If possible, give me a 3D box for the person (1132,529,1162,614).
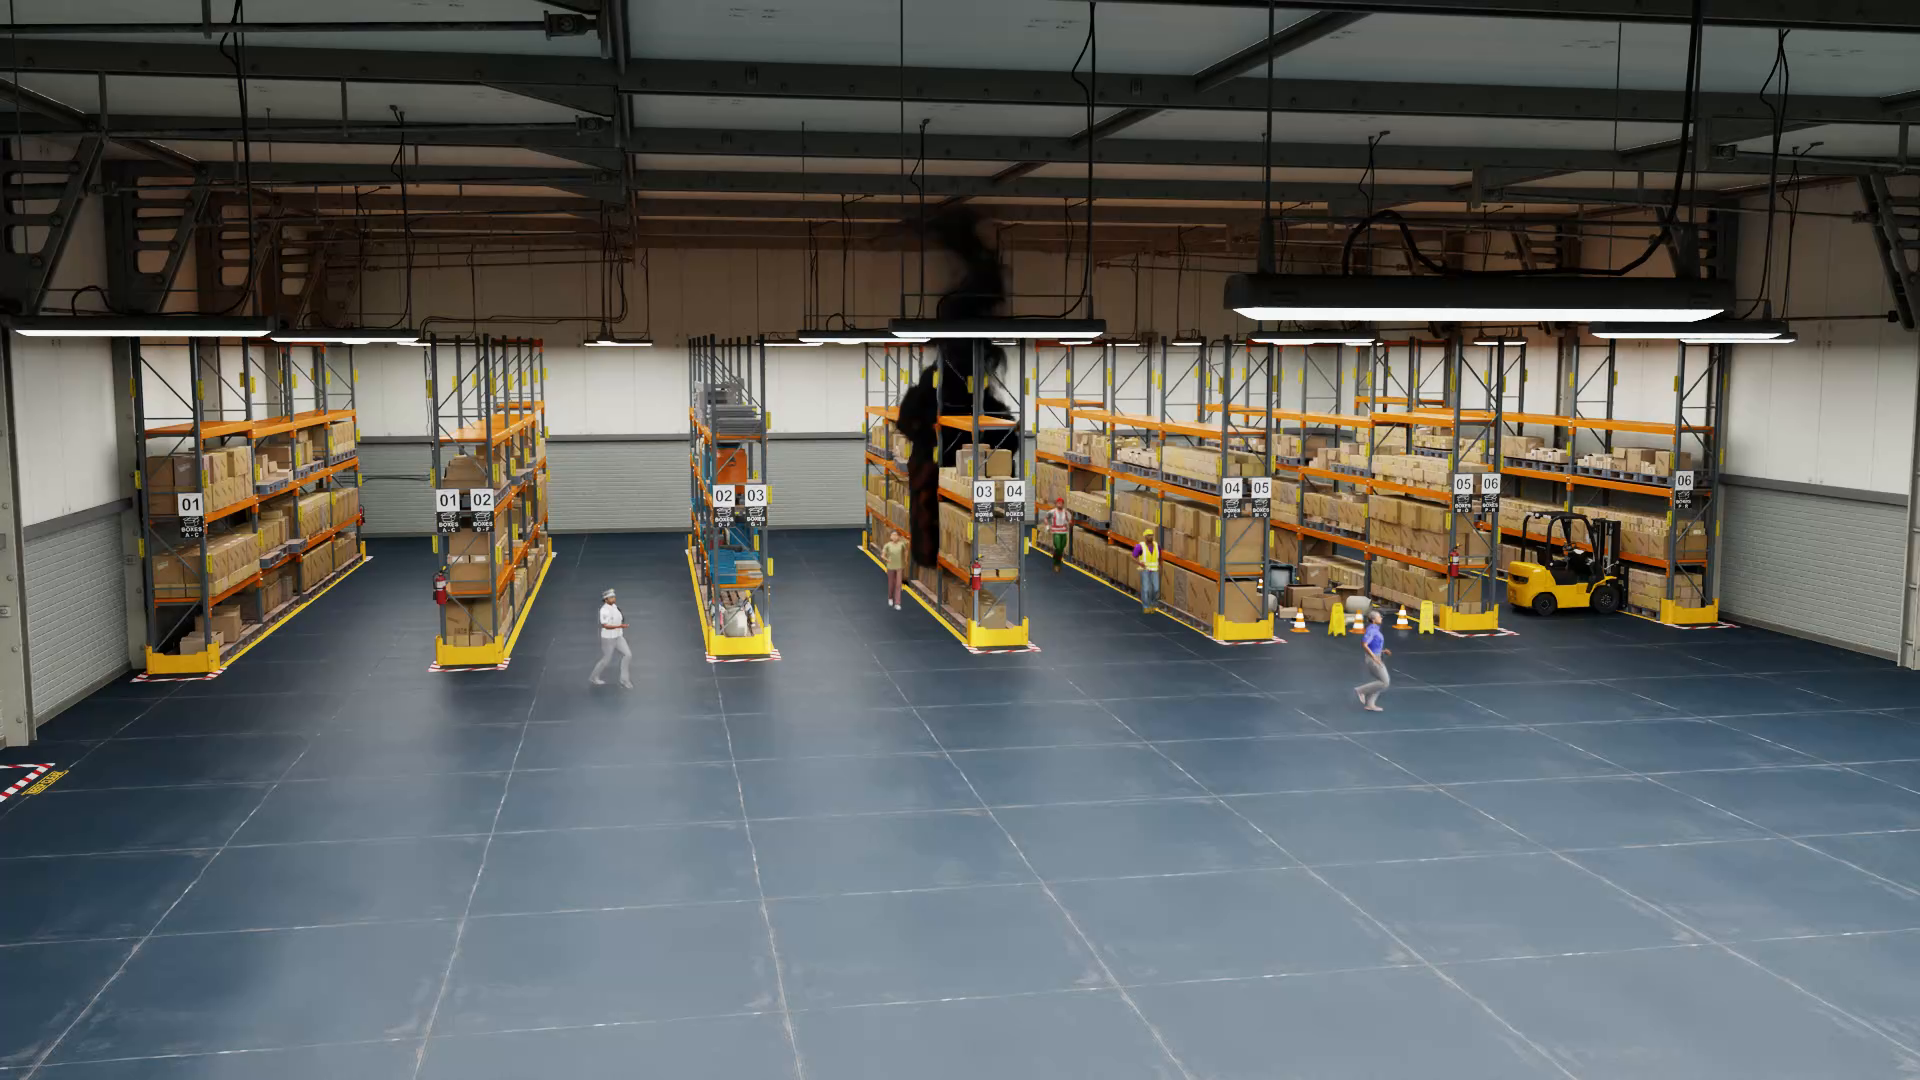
[{"bbox_3d":[3.887,0.660,34.236,0.700,1.776,0.576,-1,7,-12],"label":"person"}]

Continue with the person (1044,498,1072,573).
[{"bbox_3d":[2.448,-0.117,40.853,0.641,1.844,0.696,-2,7,-16],"label":"person"}]

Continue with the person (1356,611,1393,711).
[{"bbox_3d":[6.568,1.917,26.356,0.559,1.611,0.575,1,7,13],"label":"person"}]

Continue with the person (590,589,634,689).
[{"bbox_3d":[-5.909,1.679,28.198,0.779,1.736,0.582,3,7,22],"label":"person"}]

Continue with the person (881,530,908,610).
[{"bbox_3d":[-1.347,0.610,34.889,0.592,1.639,0.884,-1,7,-11],"label":"person"}]
